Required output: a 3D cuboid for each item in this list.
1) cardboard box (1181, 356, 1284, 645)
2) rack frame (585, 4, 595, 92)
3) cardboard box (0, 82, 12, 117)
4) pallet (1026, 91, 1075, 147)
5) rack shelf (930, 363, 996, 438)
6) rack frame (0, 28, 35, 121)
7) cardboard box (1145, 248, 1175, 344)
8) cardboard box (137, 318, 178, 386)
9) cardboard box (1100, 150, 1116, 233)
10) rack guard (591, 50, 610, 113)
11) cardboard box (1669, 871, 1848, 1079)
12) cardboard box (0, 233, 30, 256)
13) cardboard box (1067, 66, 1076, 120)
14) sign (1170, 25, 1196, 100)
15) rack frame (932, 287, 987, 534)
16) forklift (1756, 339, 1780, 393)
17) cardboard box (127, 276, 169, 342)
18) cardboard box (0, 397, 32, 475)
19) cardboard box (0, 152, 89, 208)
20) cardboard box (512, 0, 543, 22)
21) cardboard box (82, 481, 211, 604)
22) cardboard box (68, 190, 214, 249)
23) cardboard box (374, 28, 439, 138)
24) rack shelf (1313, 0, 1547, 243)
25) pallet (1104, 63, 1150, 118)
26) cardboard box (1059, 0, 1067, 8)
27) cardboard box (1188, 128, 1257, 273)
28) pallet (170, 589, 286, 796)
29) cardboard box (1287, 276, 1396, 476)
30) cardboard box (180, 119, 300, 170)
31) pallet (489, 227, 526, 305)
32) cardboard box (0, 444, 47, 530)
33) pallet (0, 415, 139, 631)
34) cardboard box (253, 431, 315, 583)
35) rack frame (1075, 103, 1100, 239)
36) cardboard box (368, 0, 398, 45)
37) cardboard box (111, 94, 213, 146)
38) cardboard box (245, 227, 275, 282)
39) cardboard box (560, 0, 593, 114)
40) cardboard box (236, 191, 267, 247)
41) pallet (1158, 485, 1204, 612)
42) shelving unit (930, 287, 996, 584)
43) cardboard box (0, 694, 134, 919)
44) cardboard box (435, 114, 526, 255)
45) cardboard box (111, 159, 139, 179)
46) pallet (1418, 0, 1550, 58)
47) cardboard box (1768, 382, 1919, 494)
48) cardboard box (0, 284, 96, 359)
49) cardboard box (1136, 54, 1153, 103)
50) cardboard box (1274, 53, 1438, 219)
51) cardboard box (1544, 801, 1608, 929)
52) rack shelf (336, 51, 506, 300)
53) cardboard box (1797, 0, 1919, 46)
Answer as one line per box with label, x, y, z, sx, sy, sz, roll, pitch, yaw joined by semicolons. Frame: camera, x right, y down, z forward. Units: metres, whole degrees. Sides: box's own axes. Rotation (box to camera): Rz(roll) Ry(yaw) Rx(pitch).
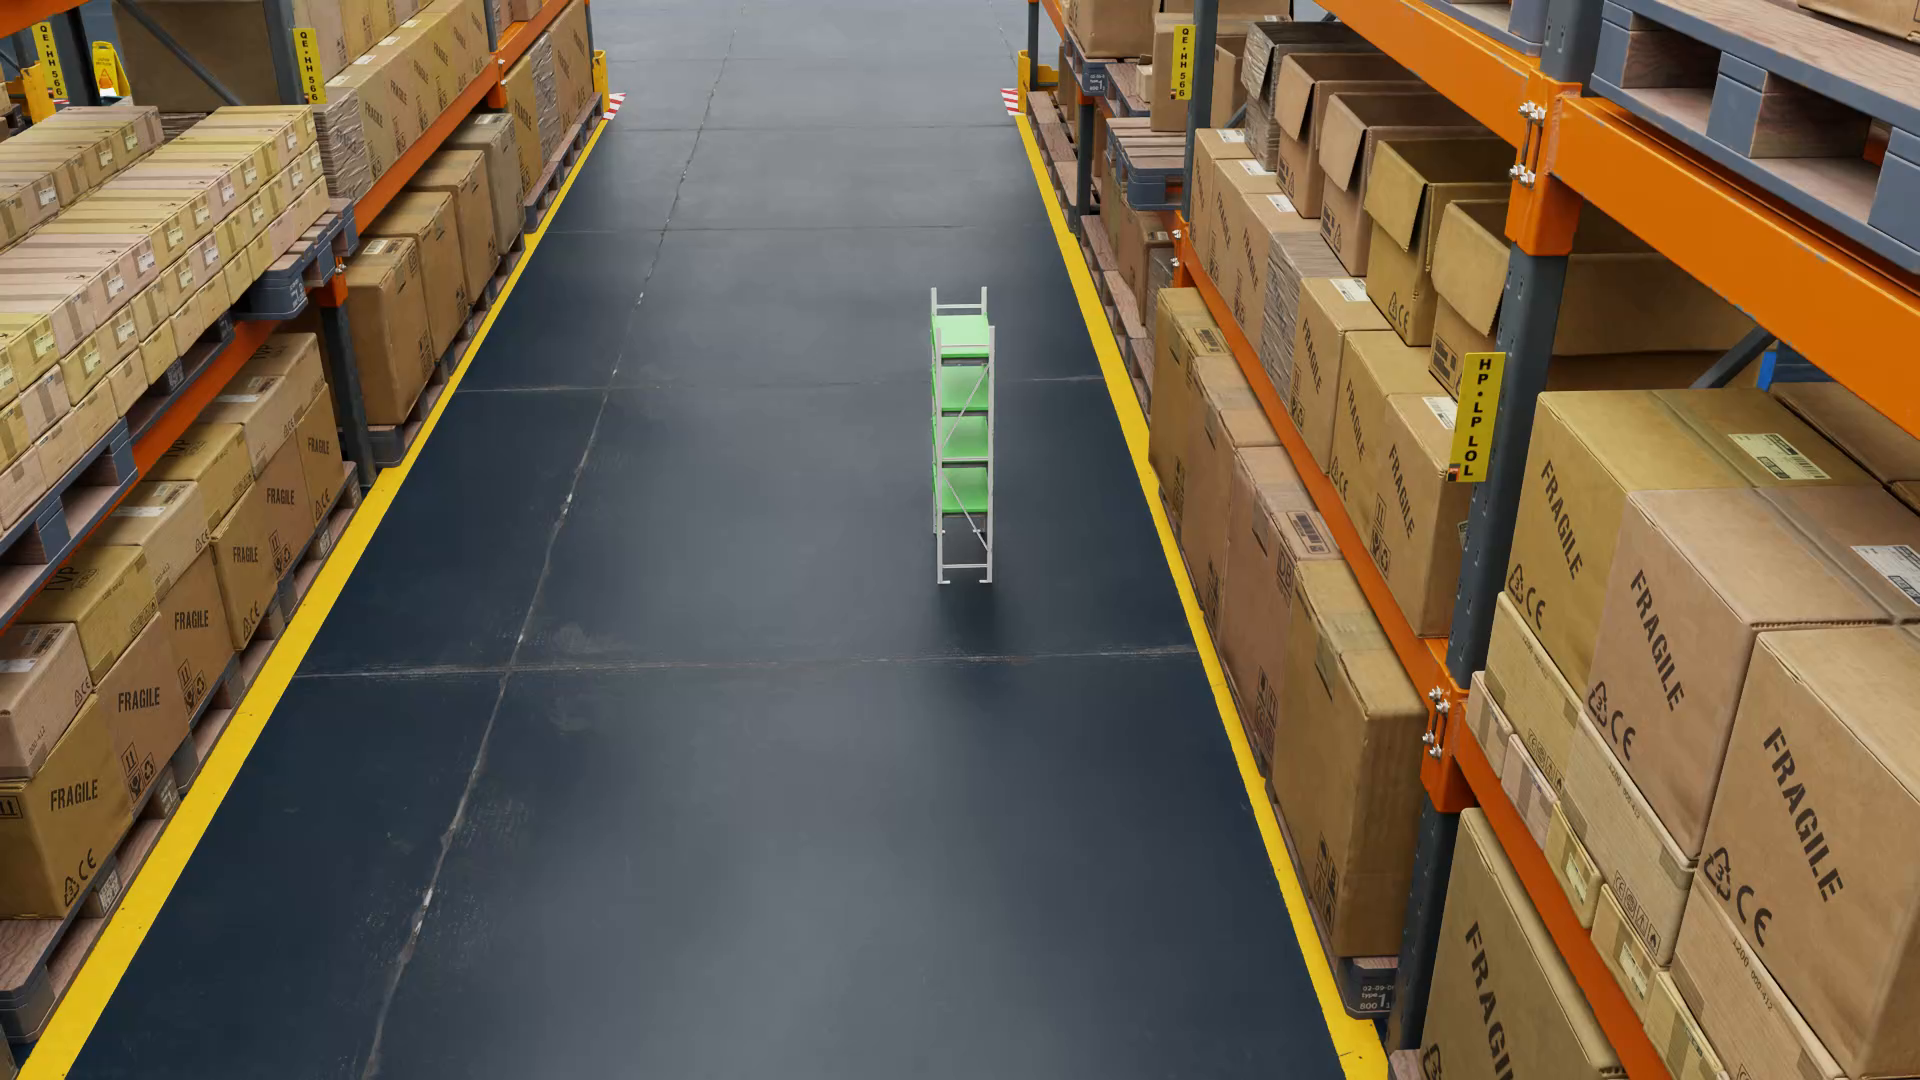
cardboard box;1.595;-0.184;6.702;1.225;0.875;0.875;-1;28;-2
rack frame;-3.836;-5.292;14.653;1.000;3.000;0.127;-1;28;-3
cardboard box;-8.462;-3.715;14.148;0.500;0.250;0.500;-2;28;-3
pallet;1.134;-3.717;14.649;1.003;0.211;1.213;-1;28;-3
rack shelf;0.009;-0.612;7.245;0.258;0.148;0.480;-1;28;-3
rack frame;-8.774;-5.126;14.334;1.000;3.000;0.127;-1;28;-3
cardboard box;1.444;-1.322;9.268;0.700;0.500;0.500;-4;28;-7
cardboard box;-2.844;-0.621;5.514;0.380;0.149;0.250;-2;28;-4
cardboard box;1.342;-2.320;11.183;0.700;0.500;0.500;-3;28;-7
rack guard;-3.837;-4.195;15.252;1.175;0.500;0.348;-1;28;-3
cardboard box;1.566;0.804;2.806;0.500;0.250;0.500;-1;28;-1
cardboard box;-3.525;-0.981;5.884;0.380;0.149;0.250;-2;28;-3
cardboard box;1.204;-3.879;14.192;0.500;0.500;0.500;6;28;11
sign;0.999;-2.131;7.426;0.100;0.325;0.005;-1;28;-3
rack frame;-0.004;-0.568;7.542;0.240;1.200;0.015;-1;28;-3
forklift;3.529;-2.100;8.608;1.130;2.935;3.031;6;28;11
cardboard box;-2.844;-0.756;5.451;0.380;0.149;0.250;-2;28;-4
cardboard box;-2.786;-0.270;4.519;0.380;0.149;0.250;-2;28;-4
cardboard box;-3.549;-1.358;6.285;0.380;0.149;0.250;-3;28;-5
cardboard box;-3.620;-4.187;12.372;0.875;0.550;0.550;-1;28;-3
cardboard box;-3.036;0.010;5.925;0.500;0.250;0.500;0;28;-1
cardboard box;-2.869;-1.124;5.835;0.380;0.149;0.250;0;28;0
cardboard box;-3.251;-2.553;9.294;0.500;0.500;0.500;-2;28;-3
rack shelf;1.645;-1.758;5.411;1.077;0.370;4.000;-1;28;-3
pallet;1.396;-2.499;9.504;1.003;0.211;1.213;-1;28;-3
cardboard box;0.963;-4.192;12.815;0.380;0.149;0.250;-1;28;-3
cardboard box;1.294;-1.484;7.243;0.500;0.500;0.500;-1;28;-1
pallet;-3.318;0.562;6.444;1.003;0.211;1.213;-1;28;-3
cardboard box;1.399;-0.547;5.447;0.500;0.500;0.500;-2;28;-3
cardboard box;-2.924;-1.605;6.757;0.380;0.149;0.250;-2;28;-3
pallet;-3.511;-1.854;11.076;1.003;0.211;1.213;-1;28;-3
cardboard box;-2.791;-0.146;4.604;0.380;0.149;0.250;-1;28;-2
pallet;-3.104;-0.022;4.755;1.003;0.211;1.213;-1;28;-3
cardboard box;-3.099;-0.138;7.020;0.500;0.500;0.500;0;28;-1
rack frame;1.332;-3.518;11.251;1.000;3.000;0.127;-1;28;-3
cardboard box;-3.515;-2.999;9.067;0.700;0.500;0.500;-2;28;-3
cardboard box;-3.710;-1.843;7.932;0.500;0.500;0.500;-1;28;-3
cardboard box;-2.899;-1.107;6.446;0.380;0.149;0.250;-2;28;-3
cardboard box;-3.734;-4.224;14.449;0.875;0.875;0.875;-1;28;-2
cardboard box;-2.893;-1.227;6.354;0.380;0.149;0.250;-1;28;-3
pallet;1.506;-0.068;7.653;1.003;0.211;1.213;-1;28;-3
shelving unit;0.009;-0.456;7.326;0.258;1.200;0.503;-1;28;-3
cardboard box;-2.983;0.824;5.175;0.500;0.500;0.500;0;28;-1
cardboard box;-3.505;-2.349;10.989;1.050;0.750;0.750;-2;28;-3
cardboard box;-3.577;-1.451;6.784;0.380;0.149;0.250;0;28;0
pallet;1.652;-1.491;4.328;0.805;0.209;1.217;-2;28;-5
cardboard box;2.040;-0.015;3.565;0.500;0.500;0.500;-1;28;-1
cardboard box;-2.812;-0.644;4.916;0.380;0.149;0.250;-2;28;-3
cardboard box;1.184;-2.561;9.107;0.396;0.266;0.258;-2;28;-4
cardboard box;1.594;-1.521;6.229;0.797;0.503;0.637;-1;28;-1
cardboard box;1.461;0.676;3.482;0.380;0.149;0.250;-1;28;-1
rack shelf;-3.522;-2.202;9.506;1.077;0.370;4.000;-1;28;-3
cardboard box;1.850;-1.068;2.640;0.700;0.500;0.500;-3;28;-6
